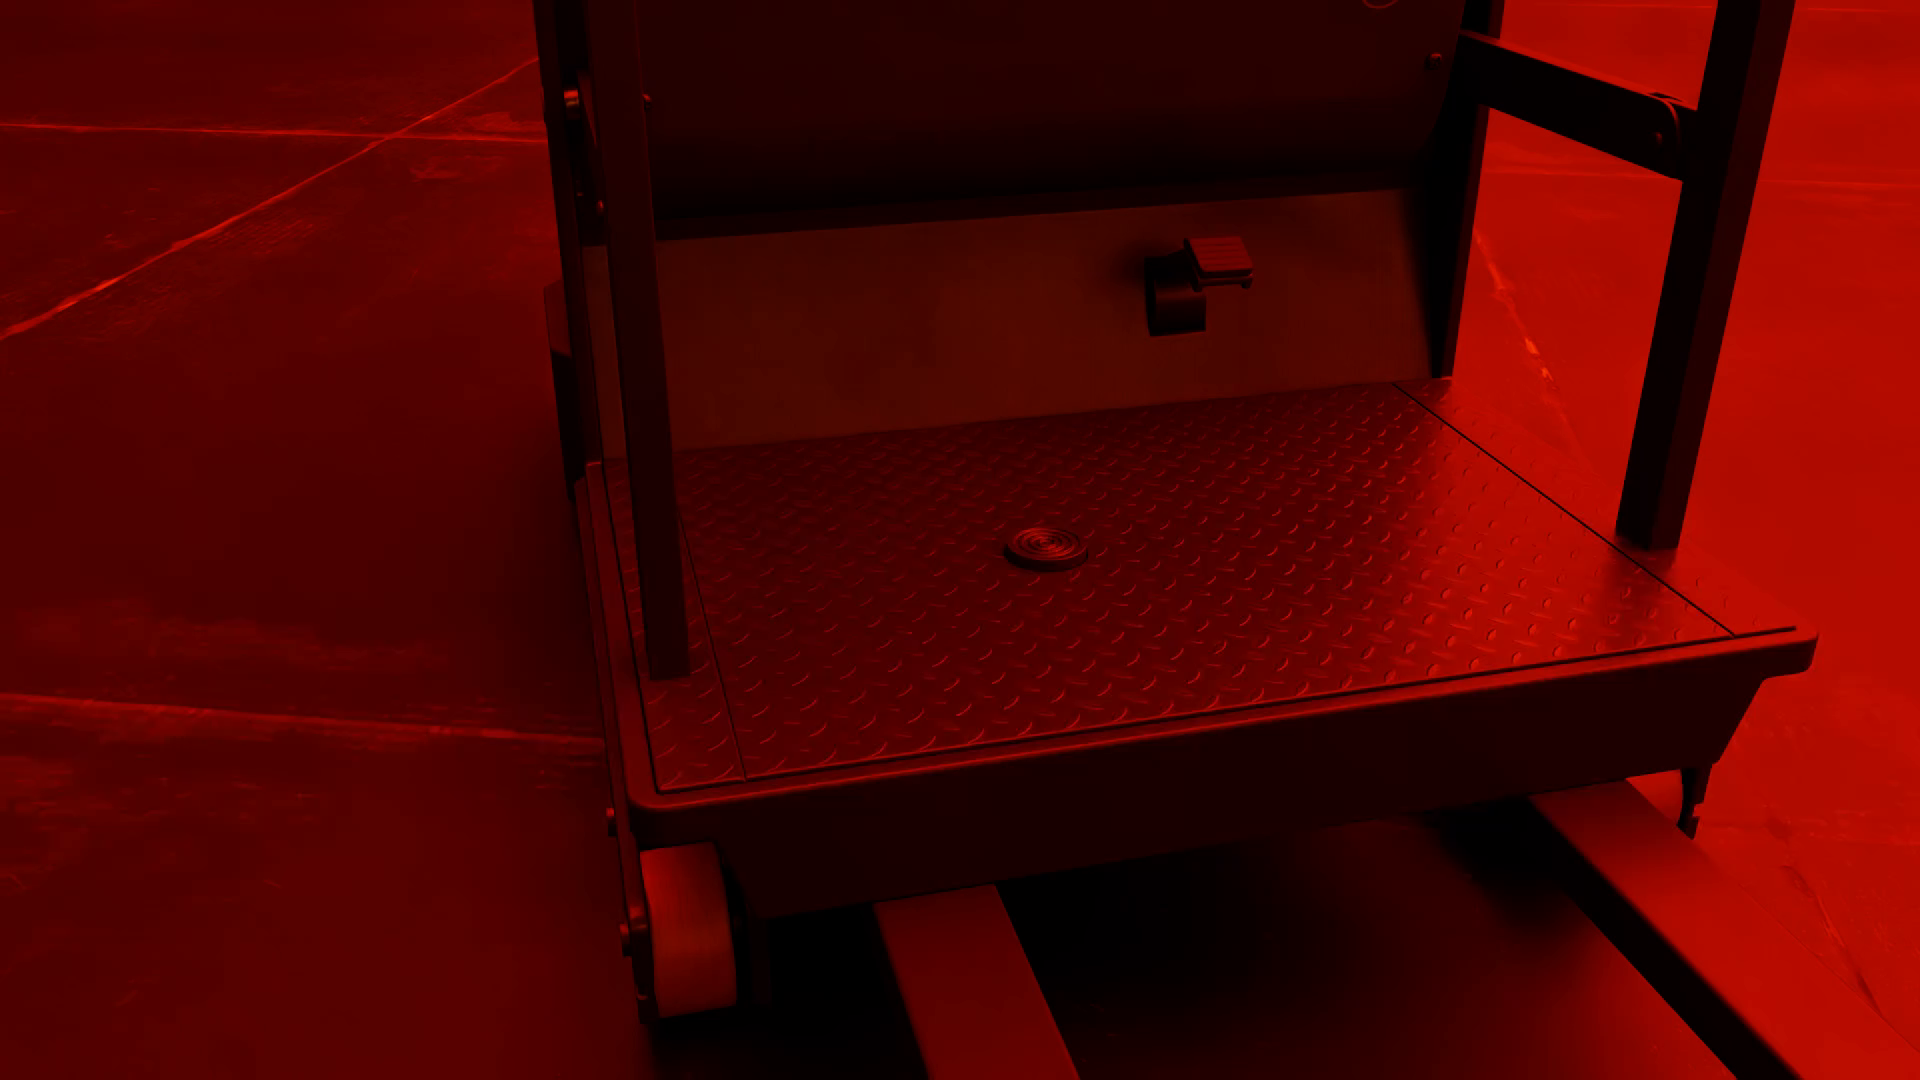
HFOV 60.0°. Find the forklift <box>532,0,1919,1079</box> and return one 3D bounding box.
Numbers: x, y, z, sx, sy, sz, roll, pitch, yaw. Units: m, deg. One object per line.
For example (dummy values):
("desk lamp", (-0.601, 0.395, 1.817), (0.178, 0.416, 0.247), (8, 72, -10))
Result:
("forklift", (0.153, -1.049, 1.319), (1.130, 2.935, 3.031), (-7, 27, -13))
